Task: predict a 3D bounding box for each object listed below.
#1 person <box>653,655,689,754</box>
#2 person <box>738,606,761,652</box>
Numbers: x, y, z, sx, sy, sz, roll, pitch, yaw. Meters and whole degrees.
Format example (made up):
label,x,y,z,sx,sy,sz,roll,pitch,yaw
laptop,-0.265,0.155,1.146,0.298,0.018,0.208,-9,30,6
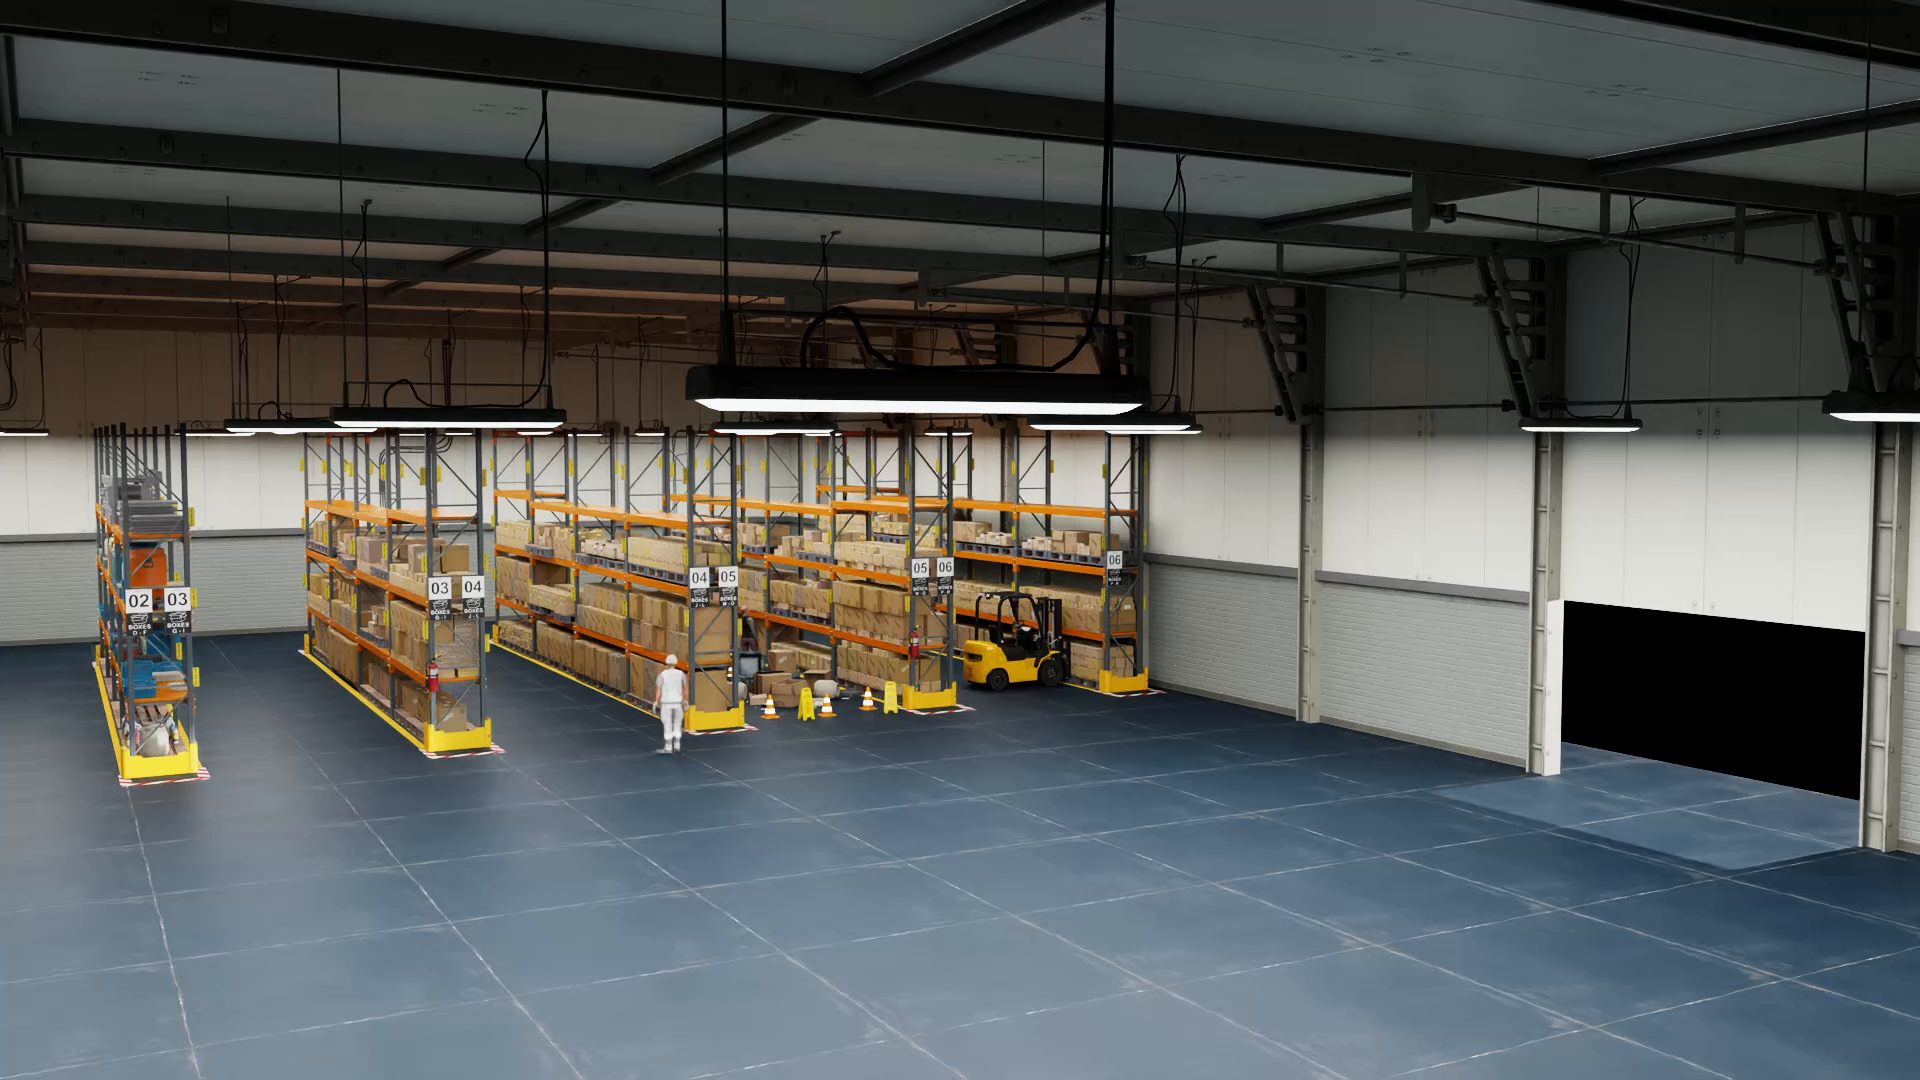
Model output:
label,x,y,z,sx,sy,sz,roll,pitch,yaw
person,-5.263,3.002,30.298,0.662,1.837,0.362,-1,4,-22
person,-5.105,2.435,40.244,0.619,1.711,0.477,1,4,19
